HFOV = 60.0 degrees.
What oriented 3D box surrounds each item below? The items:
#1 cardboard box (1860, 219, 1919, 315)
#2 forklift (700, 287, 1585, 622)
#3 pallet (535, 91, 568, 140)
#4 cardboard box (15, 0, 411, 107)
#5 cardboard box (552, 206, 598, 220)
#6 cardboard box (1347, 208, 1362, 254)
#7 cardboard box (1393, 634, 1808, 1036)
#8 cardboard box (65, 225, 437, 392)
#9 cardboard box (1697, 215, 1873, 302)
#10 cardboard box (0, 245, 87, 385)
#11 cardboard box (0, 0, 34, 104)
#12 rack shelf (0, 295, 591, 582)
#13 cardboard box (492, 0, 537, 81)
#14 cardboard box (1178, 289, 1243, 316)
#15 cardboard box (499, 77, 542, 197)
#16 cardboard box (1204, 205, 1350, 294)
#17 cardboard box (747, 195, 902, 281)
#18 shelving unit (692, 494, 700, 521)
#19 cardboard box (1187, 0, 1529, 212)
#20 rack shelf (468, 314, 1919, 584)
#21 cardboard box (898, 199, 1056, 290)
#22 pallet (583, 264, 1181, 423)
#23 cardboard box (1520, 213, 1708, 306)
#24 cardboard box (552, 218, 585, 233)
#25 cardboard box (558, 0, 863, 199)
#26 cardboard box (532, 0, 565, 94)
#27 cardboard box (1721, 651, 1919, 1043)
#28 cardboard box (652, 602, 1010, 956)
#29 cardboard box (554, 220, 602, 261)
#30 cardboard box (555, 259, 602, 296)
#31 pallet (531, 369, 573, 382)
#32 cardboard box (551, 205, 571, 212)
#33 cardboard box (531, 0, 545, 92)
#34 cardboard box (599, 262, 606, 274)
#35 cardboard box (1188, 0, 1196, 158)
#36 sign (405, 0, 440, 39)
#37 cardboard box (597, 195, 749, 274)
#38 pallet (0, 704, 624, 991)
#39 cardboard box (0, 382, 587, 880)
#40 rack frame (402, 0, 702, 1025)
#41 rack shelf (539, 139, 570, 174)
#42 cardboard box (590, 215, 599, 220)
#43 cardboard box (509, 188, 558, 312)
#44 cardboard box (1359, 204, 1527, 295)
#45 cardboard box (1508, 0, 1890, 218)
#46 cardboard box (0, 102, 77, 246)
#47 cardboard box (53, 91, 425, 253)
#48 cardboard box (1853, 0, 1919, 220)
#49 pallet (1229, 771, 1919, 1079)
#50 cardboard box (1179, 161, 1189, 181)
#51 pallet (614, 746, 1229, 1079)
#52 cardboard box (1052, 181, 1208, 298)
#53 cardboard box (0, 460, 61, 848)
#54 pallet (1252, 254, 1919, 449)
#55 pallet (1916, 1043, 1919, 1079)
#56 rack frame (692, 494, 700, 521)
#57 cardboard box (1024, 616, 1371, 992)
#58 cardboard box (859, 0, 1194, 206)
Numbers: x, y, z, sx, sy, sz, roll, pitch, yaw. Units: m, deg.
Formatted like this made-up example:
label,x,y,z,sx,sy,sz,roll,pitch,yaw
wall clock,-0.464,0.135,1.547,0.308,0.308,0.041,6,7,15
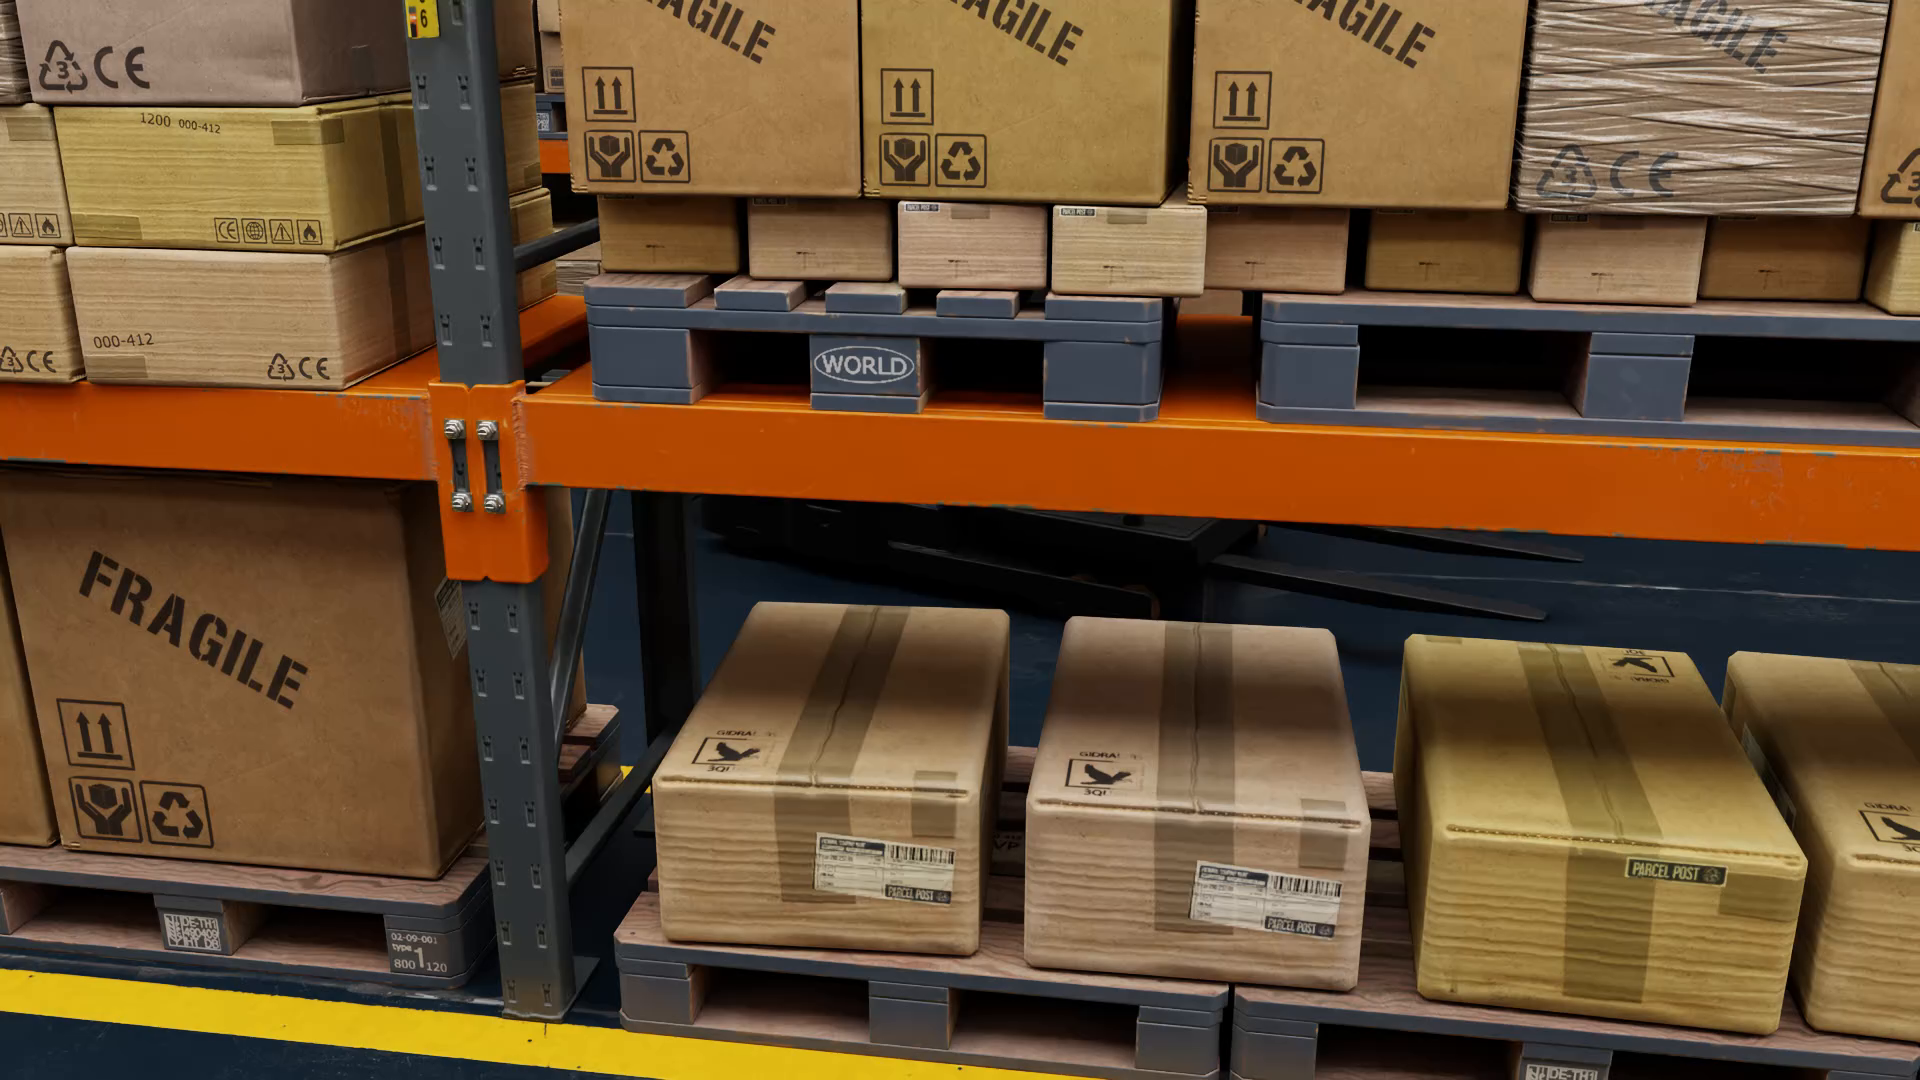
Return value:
label,x,y,z,sx,sy,sz,roll,pitch,yaw
cardboard box,1.602,-0.474,2.727,0.250,0.149,0.380,3,19,9
forklift,0.567,-1.273,5.488,3.031,2.935,1.130,10,21,28
pallet,-1.928,-2.161,8.337,1.213,0.211,1.003,3,19,9
cardboard box,-1.342,-1.066,3.028,0.500,0.500,0.500,2,19,7
cardboard box,-2.017,-1.676,8.840,0.250,0.149,0.380,2,19,6
cardboard box,0.852,-0.671,3.316,0.250,0.149,0.380,3,19,9
cardboard box,1.244,0.553,3.403,0.625,0.372,0.950,4,19,10
cardboard box,-1.331,-0.473,3.227,0.500,0.250,0.500,2,19,7
cardboard box,1.358,-0.520,2.863,0.250,0.149,0.380,2,19,7
cardboard box,-1.838,-0.494,3.289,0.500,0.250,0.500,3,19,10
cardboard box,-1.850,-1.089,3.098,0.500,0.500,0.500,3,19,10
rack shelf,-2.765,-0.360,3.785,4.000,0.370,1.077,3,19,9
cardboard box,-1.238,-1.223,3.498,0.500,0.500,0.500,2,19,7
cardboard box,1.253,-1.162,8.131,0.625,0.625,0.875,4,19,10
cardboard box,-1.251,-0.869,3.622,0.500,0.250,0.500,3,19,8
cardboard box,0.556,-0.545,2.938,0.250,0.149,0.380,4,19,12
cardboard box,-0.225,-0.581,3.046,0.250,0.149,0.380,2,19,5
shelving unit,-1.018,-0.681,6.421,0.189,1.200,0.258,-3,16,24
cardboard box,0.658,-0.844,2.810,0.500,0.500,0.500,3,19,10
rack shelf,1.184,-0.158,3.183,4.000,0.370,1.077,3,19,9
cardboard box,0.038,-0.553,2.962,0.250,0.149,0.380,2,19,5
pallet,-0.070,-0.507,3.393,1.003,0.211,1.213,3,19,9
cardboard box,1.089,-0.509,2.832,0.250,0.149,0.380,4,19,10
cardboard box,-2.074,-1.526,8.393,0.250,0.149,0.380,3,19,9
cardboard box,-0.383,-0.893,2.956,0.500,0.500,0.500,2,19,7
cardboard box,-1.648,-2.428,8.007,0.637,0.503,0.797,2,19,7
cardboard box,1.930,0.587,3.300,0.625,0.372,0.950,4,19,12
cardboard box,-0.234,0.478,3.626,0.625,0.372,0.950,2,19,5
cardboard box,-1.839,-1.498,8.308,0.250,0.149,0.380,2,19,6
cardboard box,-1.984,-1.197,8.432,0.500,0.500,0.500,2,19,7
pallet,-1.939,-0.945,8.794,1.213,0.211,1.003,3,19,9
cardboard box,-2.262,-1.698,8.907,0.250,0.149,0.380,3,19,9
cardboard box,-2.228,-2.443,8.059,0.500,0.500,0.700,3,19,8
cardboard box,-1.468,-1.177,8.372,0.500,0.500,0.500,4,19,11
cardboard box,0.713,-1.004,3.290,0.500,0.500,0.500,2,19,5
sign,-0.875,-0.975,2.666,0.005,0.325,0.100,3,19,9
cardboard box,-0.499,-0.606,3.120,0.250,0.149,0.380,2,19,5
pallet,-1.557,0.659,4.001,1.213,0.211,1.003,3,19,9
cardboard box,-1.459,0.147,3.822,0.875,0.875,0.875,3,19,8
rack frame,-0.790,-0.600,3.370,0.127,3.000,1.000,3,19,9
rack shelf,-1.981,-1.915,8.433,4.000,0.370,1.077,3,19,9
cardboard box,-1.757,-1.649,8.760,0.250,0.149,0.380,3,19,9
cardboard box,-1.234,-0.633,3.703,0.500,0.250,0.500,3,19,8
cardboard box,0.842,-0.543,2.932,0.250,0.149,0.380,4,19,11
cardboard box,1.151,-0.816,2.728,0.500,0.500,0.500,2,19,7
cardboard box,-1.816,-0.736,3.223,0.500,0.250,0.500,2,19,7
cardboard box,-1.309,-0.711,3.149,0.500,0.250,0.500,3,19,8
cardboard box,1.668,-0.790,2.650,0.500,0.500,0.500,4,19,11
pallet,1.182,0.824,3.508,1.213,0.211,1.003,3,19,9
cardboard box,0.350,-0.733,3.500,0.250,0.149,0.380,2,19,6
pallet,-0.019,0.762,3.693,1.213,0.211,1.003,3,19,9
cardboard box,0.306,-0.532,2.901,0.250,0.149,0.380,3,19,9
cardboard box,-2.339,0.101,3.960,0.875,0.875,0.875,3,19,9
pallet,1.171,-0.423,3.141,1.213,0.211,1.003,3,19,9
pallet,2.390,0.885,3.326,1.213,0.211,1.003,3,19,9
rack frame,-1.102,-0.677,6.458,0.006,1.200,0.240,-3,16,24
cardboard box,0.496,0.513,3.522,0.625,0.372,0.950,3,19,8
cardboard box,0.133,-0.869,2.884,0.500,0.500,0.500,4,19,11
